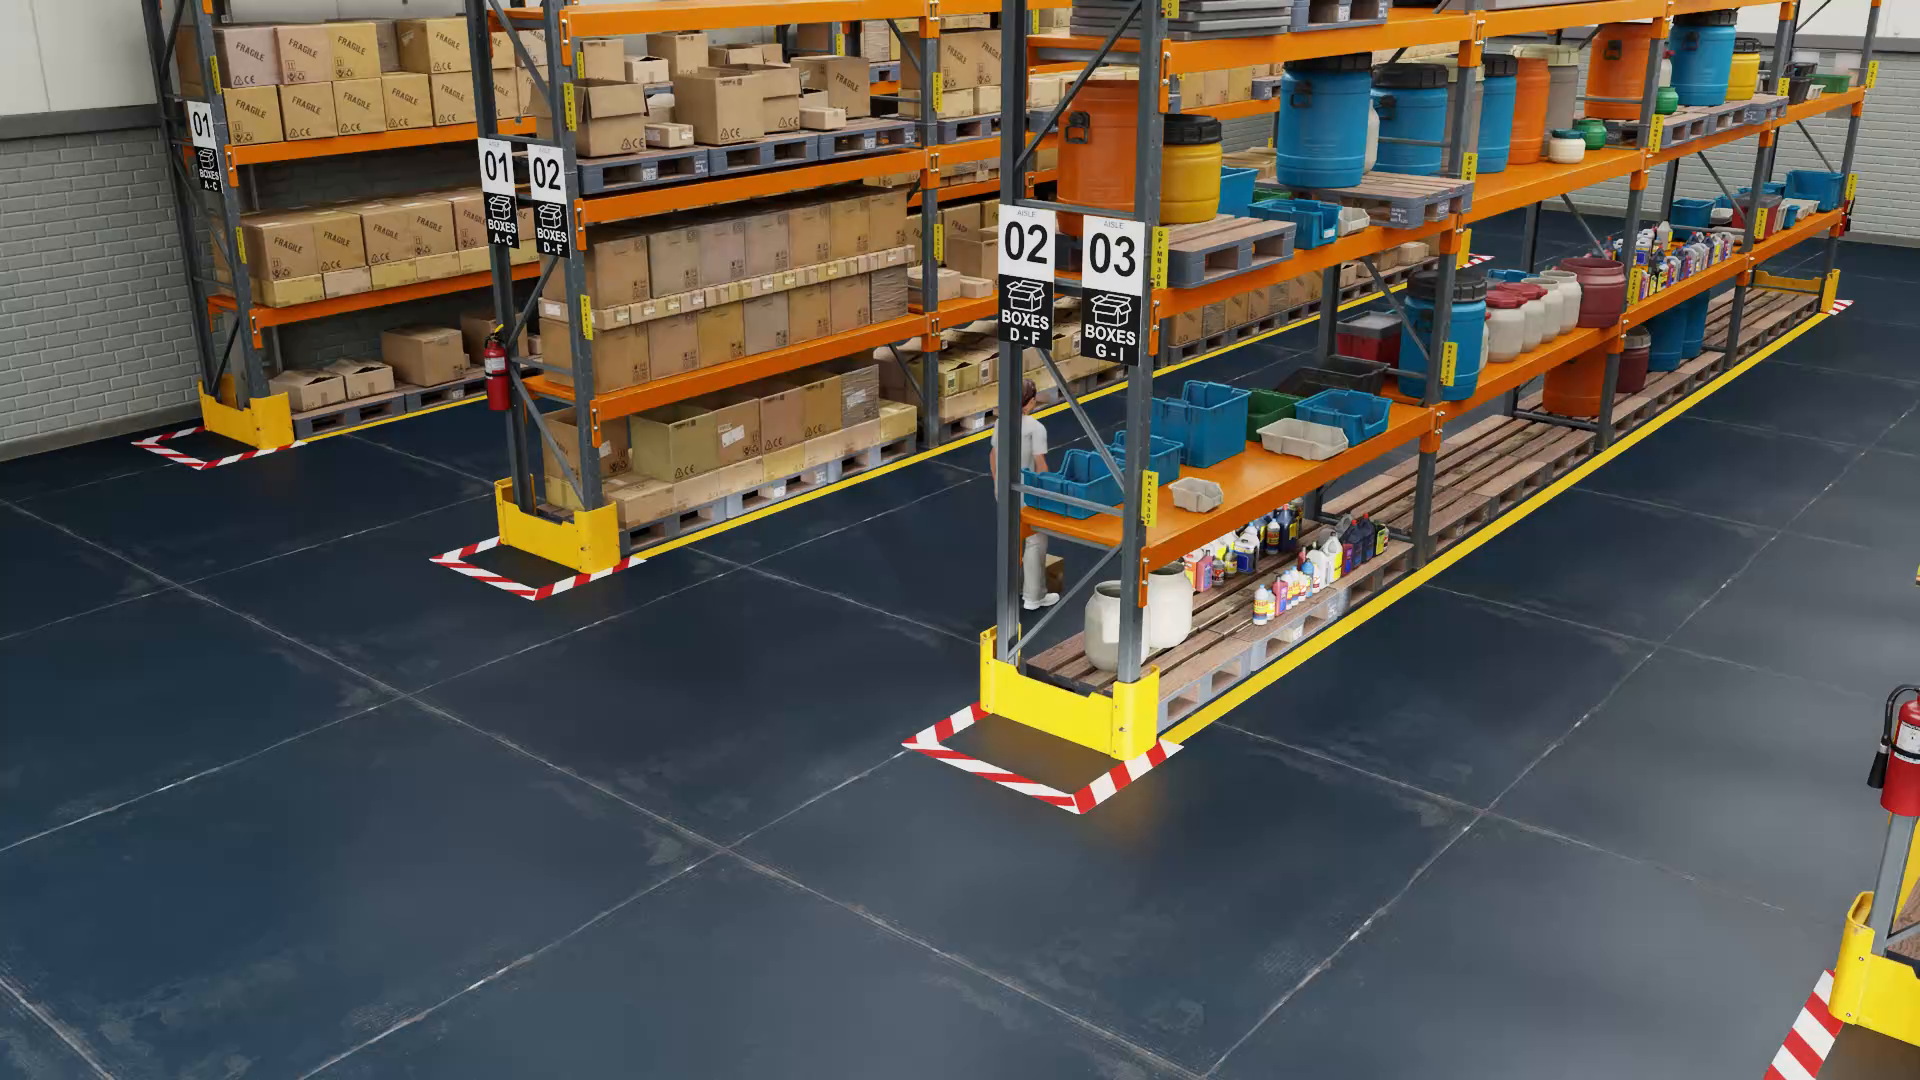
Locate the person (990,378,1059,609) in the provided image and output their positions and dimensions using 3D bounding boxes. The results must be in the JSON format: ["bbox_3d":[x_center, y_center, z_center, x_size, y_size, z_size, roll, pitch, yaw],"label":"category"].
[{"bbox_3d":[0.461,-0.347,12.018,0.511,1.673,0.407,15,25,34],"label":"person"}]
